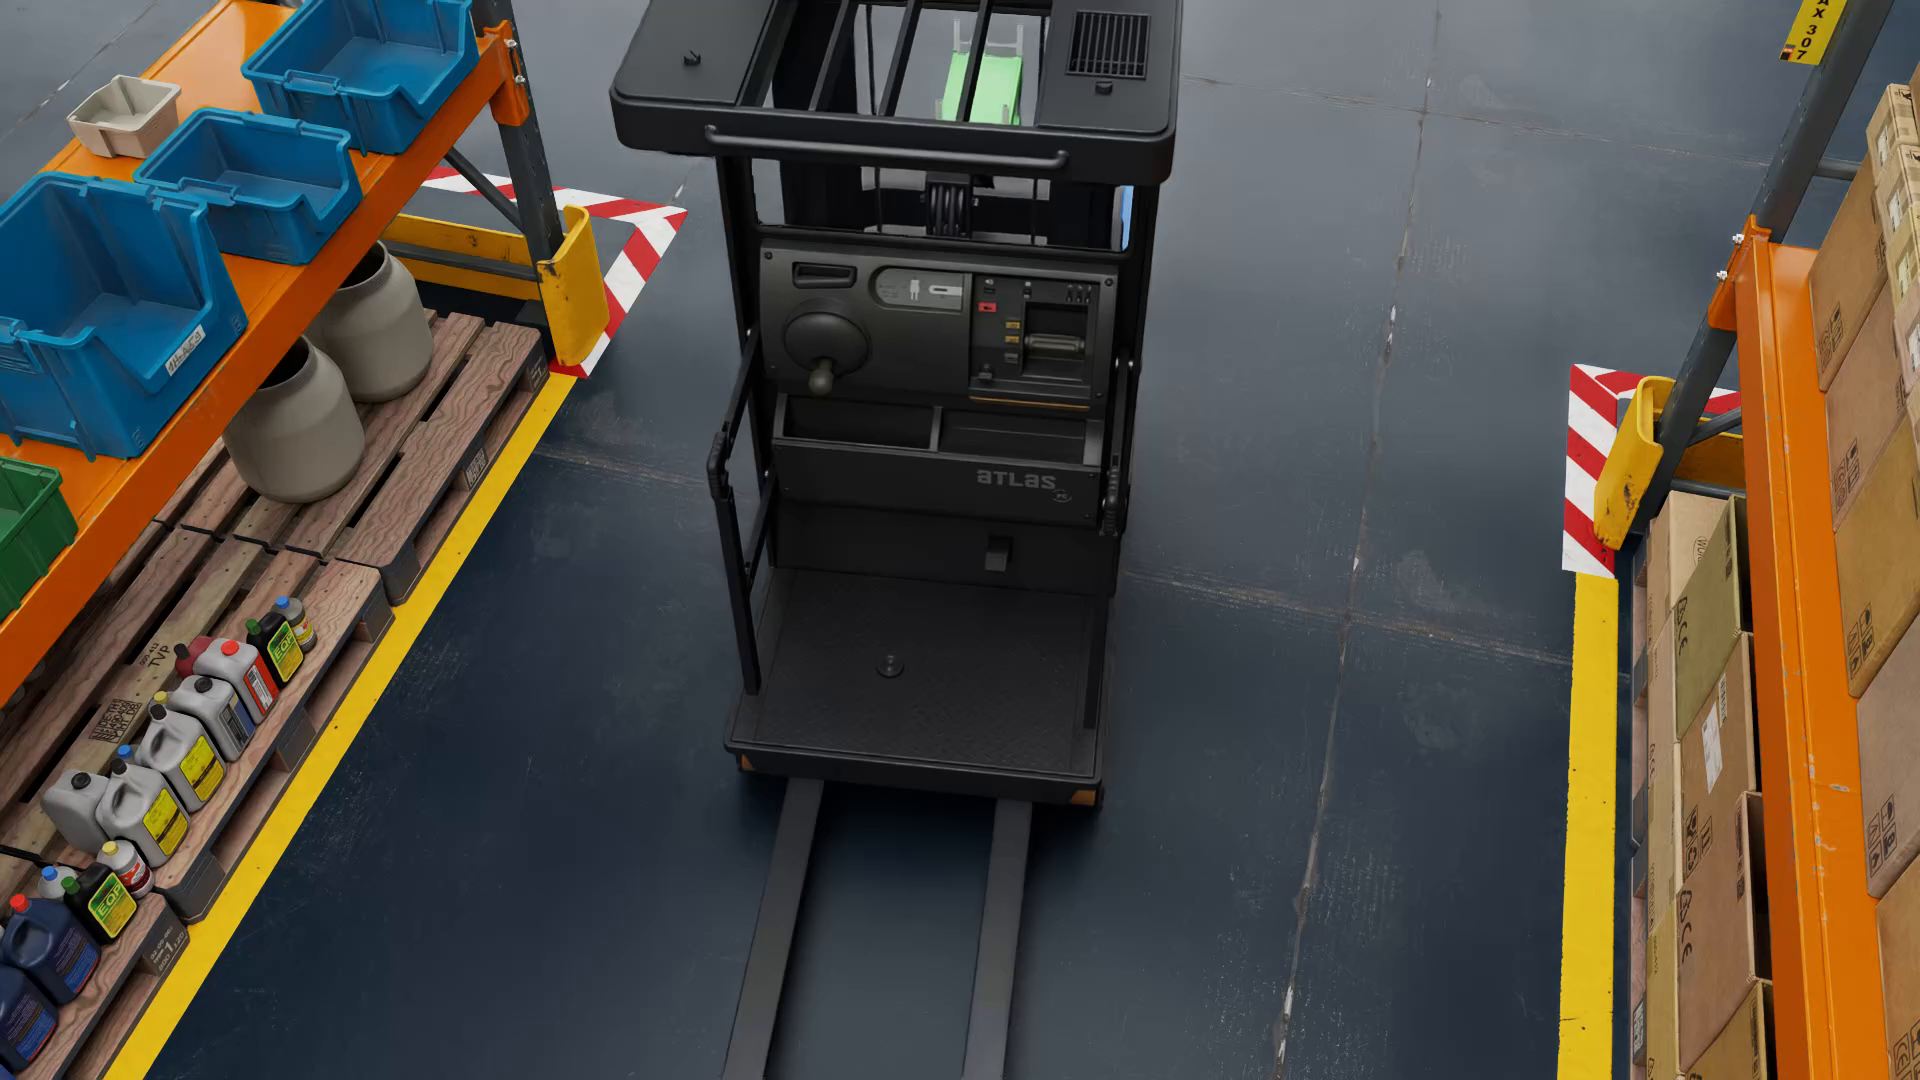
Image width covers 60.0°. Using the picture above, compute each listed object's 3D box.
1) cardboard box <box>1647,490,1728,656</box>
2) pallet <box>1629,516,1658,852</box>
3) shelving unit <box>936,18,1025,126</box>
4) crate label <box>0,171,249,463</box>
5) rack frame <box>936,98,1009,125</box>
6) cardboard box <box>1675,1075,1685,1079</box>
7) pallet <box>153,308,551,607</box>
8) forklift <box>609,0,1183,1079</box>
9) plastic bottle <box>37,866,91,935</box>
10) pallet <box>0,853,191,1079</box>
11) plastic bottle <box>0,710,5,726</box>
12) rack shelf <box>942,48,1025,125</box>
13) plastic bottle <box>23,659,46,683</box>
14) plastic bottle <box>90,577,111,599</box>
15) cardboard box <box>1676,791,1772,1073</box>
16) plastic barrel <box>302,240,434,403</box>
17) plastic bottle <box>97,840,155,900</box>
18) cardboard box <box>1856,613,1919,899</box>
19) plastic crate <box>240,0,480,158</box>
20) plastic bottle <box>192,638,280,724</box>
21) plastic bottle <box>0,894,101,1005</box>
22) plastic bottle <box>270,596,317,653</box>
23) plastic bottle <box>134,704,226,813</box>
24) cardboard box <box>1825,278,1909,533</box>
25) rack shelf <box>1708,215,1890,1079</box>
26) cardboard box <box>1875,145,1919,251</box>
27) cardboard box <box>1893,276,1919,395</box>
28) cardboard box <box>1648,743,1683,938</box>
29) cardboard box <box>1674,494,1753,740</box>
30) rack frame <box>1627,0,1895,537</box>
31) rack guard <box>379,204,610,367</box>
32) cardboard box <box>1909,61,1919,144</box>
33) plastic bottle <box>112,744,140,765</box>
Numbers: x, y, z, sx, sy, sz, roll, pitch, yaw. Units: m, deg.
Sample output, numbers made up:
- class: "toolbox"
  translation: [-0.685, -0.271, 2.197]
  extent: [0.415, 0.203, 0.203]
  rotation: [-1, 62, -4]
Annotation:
- class: "cardboard box"
  translation: [2.432, 0.149, 5.171]
  extent: [0.500, 0.250, 0.500]
  rotation: [12, 50, 10]
- class: "pallet"
  translation: [2.627, 0.519, 5.151]
  extent: [1.003, 0.211, 1.213]
  rotation: [12, 50, 10]
- class: "shelving unit"
  translation: [0.070, -1.208, 6.016]
  extent: [0.258, 1.200, 0.503]
  rotation: [5, 49, 5]
- class: "crate label"
  translation: [-2.213, -0.573, 4.231]
  extent: [0.502, 0.435, 0.616]
  rotation: [12, 50, 10]
- class: "rack frame"
  translation: [0.041, -1.026, 5.856]
  extent: [0.240, 1.200, 0.015]
  rotation: [5, 49, 5]
- class: "cardboard box"
  translation: [1.905, 1.596, 3.895]
  extent: [0.500, 0.250, 0.500]
  rotation: [12, 50, 10]
- class: "pallet"
  translation: [-2.183, -0.372, 5.938]
  extent: [1.003, 0.211, 1.213]
  rotation: [12, 50, 10]
- class: "forklift"
  translation: [-0.085, -0.451, 4.193]
  extent: [1.130, 2.935, 3.031]
  rotation: [5, 49, 5]
- class: "plastic bottle"
  translation: [-2.378, 0.953, 4.435]
  extent: [0.097, 0.271, 0.097]
  rotation: [0, 49, 0]
- class: "pallet"
  translation: [-2.826, 1.393, 4.380]
  extent: [1.003, 0.211, 1.213]
  rotation: [12, 50, 10]
- class: "plastic bottle"
  translation: [-2.910, 0.477, 4.902]
  extent: [0.097, 0.201, 0.097]
  rotation: [0, 49, 0]
- class: "rack shelf"
  translation: [0.070, -1.483, 5.704]
  extent: [0.258, 0.148, 0.480]
  rotation: [5, 49, 5]
- class: "plastic bottle"
  translation: [-2.858, 0.309, 5.003]
  extent: [0.097, 0.271, 0.097]
  rotation: [0, 49, 0]
- class: "plastic bottle"
  translation: [-2.768, 0.061, 5.221]
  extent: [0.097, 0.271, 0.097]
  rotation: [0, 49, 0]
- class: "cardboard box"
  translation: [2.035, 0.986, 3.933]
  extent: [0.500, 0.500, 0.500]
  rotation: [12, 50, 10]
- class: "plastic barrel"
  translation: [-2.089, -0.770, 5.808]
  extent: [0.421, 0.512, 0.421]
  rotation: [0, 49, 0]
- class: "plastic bottle"
  translation: [-2.283, 0.889, 4.537]
  extent: [0.097, 0.201, 0.097]
  rotation: [0, 49, 0]
- class: "cardboard box"
  translation: [2.248, 0.457, 3.279]
  extent: [0.700, 0.500, 0.500]
  rotation: [13, 50, 11]
- class: "plastic crate"
  translation: [-1.833, -1.475, 5.151]
  extent: [0.499, 0.251, 0.616]
  rotation: [12, 50, 10]
- class: "plastic bottle"
  translation: [-2.143, 0.402, 4.918]
  extent: [0.152, 0.276, 0.135]
  rotation: [12, 50, 10]
- class: "plastic bottle"
  translation: [-2.380, 1.040, 4.305]
  extent: [0.144, 0.351, 0.185]
  rotation: [10, 49, 8]
- class: "plastic bottle"
  translation: [-2.050, 0.250, 5.102]
  extent: [0.097, 0.201, 0.097]
  rotation: [0, 49, 0]
- class: "plastic bottle"
  translation: [-2.219, 0.598, 4.695]
  extent: [0.144, 0.351, 0.185]
  rotation: [13, 50, 12]
- class: "cardboard box"
  translation: [2.519, -0.283, 3.932]
  extent: [0.700, 0.500, 0.500]
  rotation: [13, 50, 11]
- class: "rack shelf"
  translation: [2.261, 0.719, 3.594]
  extent: [1.077, 0.370, 4.000]
  rotation: [12, 50, 10]
- class: "cardboard box"
  translation: [2.410, -0.780, 3.939]
  extent: [0.380, 0.149, 0.250]
  rotation: [10, 49, 9]
- class: "cardboard box"
  translation: [2.274, -0.418, 3.619]
  extent: [0.380, 0.149, 0.250]
  rotation: [11, 49, 9]
- class: "cardboard box"
  translation: [2.172, 0.873, 4.532]
  extent: [0.500, 0.250, 0.500]
  rotation: [12, 50, 10]
- class: "cardboard box"
  translation: [2.302, 0.263, 4.571]
  extent: [0.500, 0.500, 0.500]
  rotation: [12, 50, 10]
- class: "rack frame"
  translation: [2.788, -0.966, 4.601]
  extent: [1.000, 3.000, 0.127]
  rotation: [12, 50, 10]
- class: "rack guard"
  translation: [-1.964, -1.054, 6.347]
  extent: [1.175, 0.500, 0.348]
  rotation: [12, 50, 10]
- class: "cardboard box"
  translation: [2.639, -1.054, 3.748]
  extent: [0.700, 0.500, 0.500]
  rotation: [12, 50, 10]
- class: "plastic bottle"
  translation: [-2.347, 0.655, 4.744]
  extent: [0.097, 0.201, 0.097]
  rotation: [0, 49, 0]
